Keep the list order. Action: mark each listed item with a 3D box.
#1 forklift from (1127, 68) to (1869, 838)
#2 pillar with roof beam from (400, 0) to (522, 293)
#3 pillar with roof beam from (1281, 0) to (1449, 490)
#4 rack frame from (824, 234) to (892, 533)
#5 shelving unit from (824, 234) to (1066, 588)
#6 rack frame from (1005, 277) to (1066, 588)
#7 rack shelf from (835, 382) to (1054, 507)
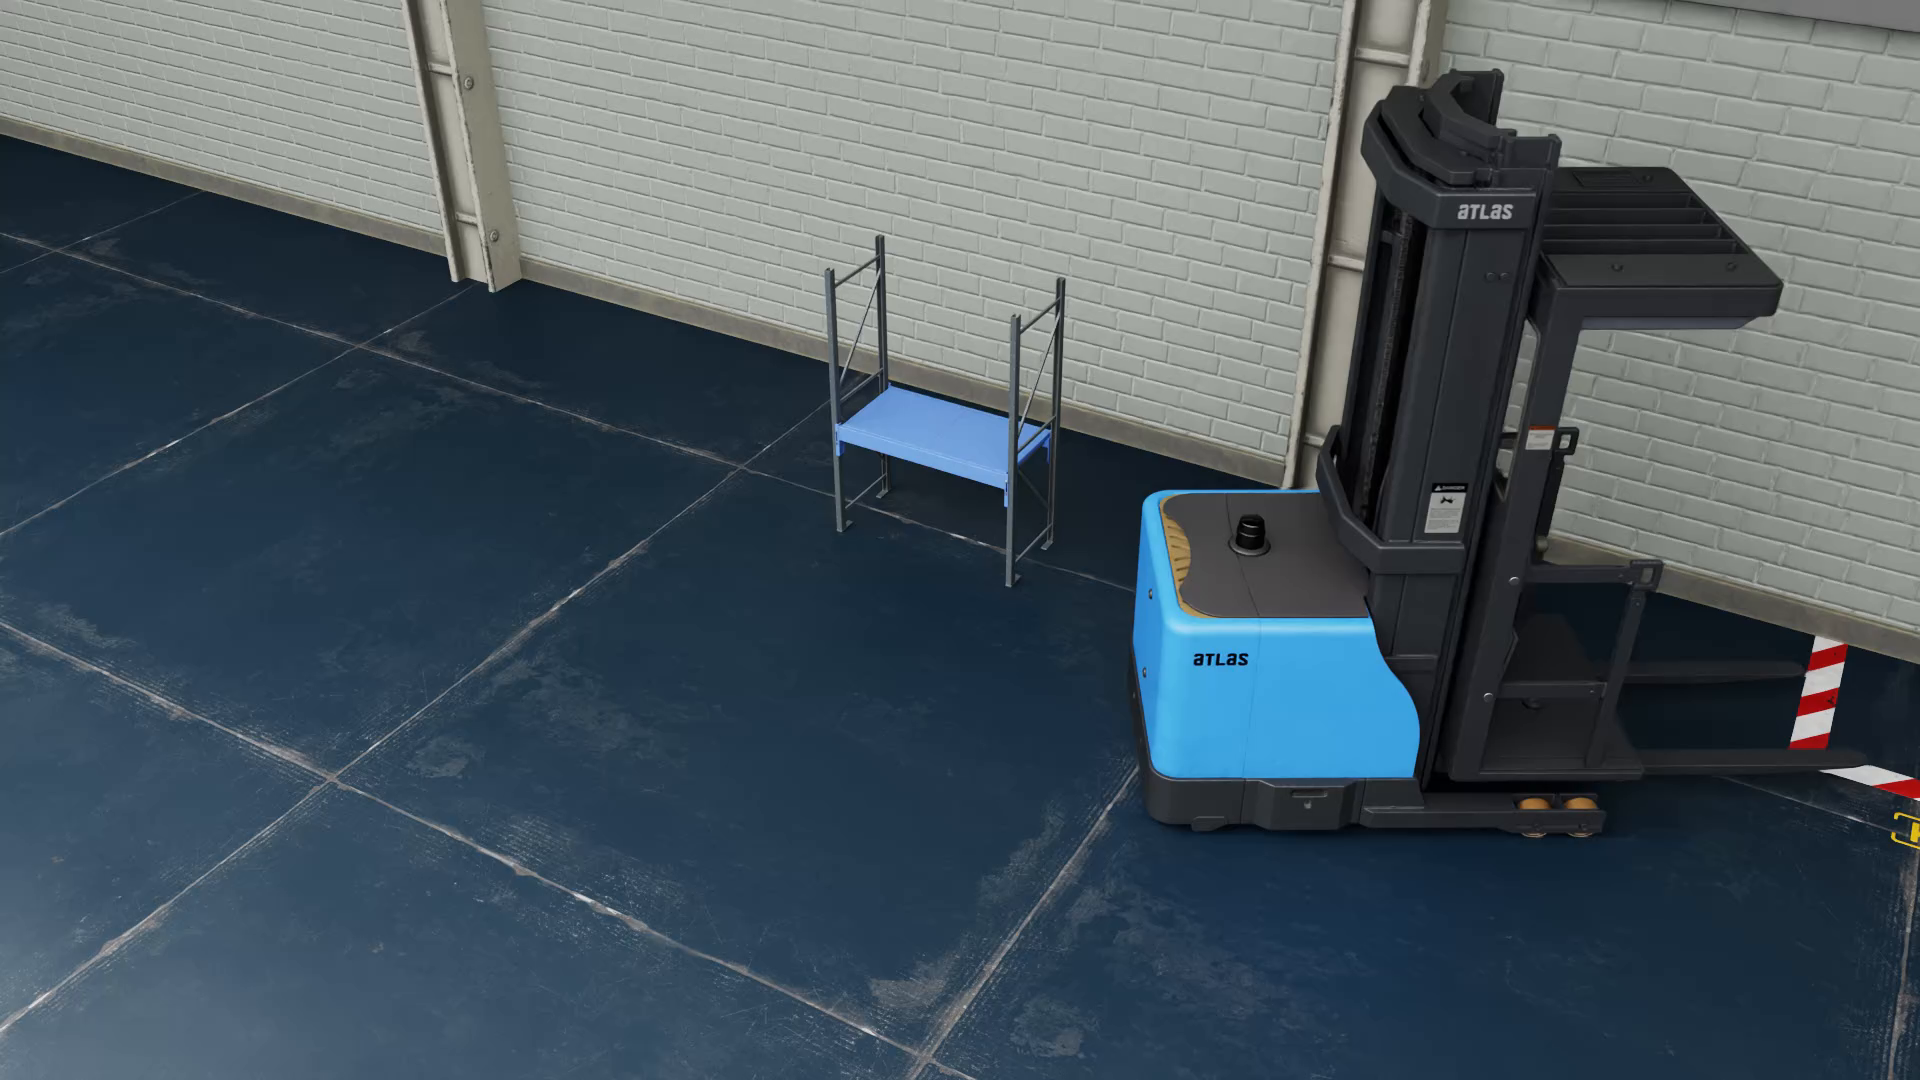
[{"bbox_3d":[2.286,-0.283,6.530,3.031,2.935,1.130,0,34,0],"label":"forklift"},{"bbox_3d":[-5.386,-3.478,5.854,0.400,9.000,9.100,18,37,24],"label":"pillar with roof beam"},{"bbox_3d":[-0.176,-1.828,3.376,0.400,9.000,9.100,18,37,24],"label":"pillar with roof beam"},{"bbox_3d":[-0.515,-0.788,8.579,0.032,1.500,0.500,18,37,24],"label":"rack frame"},{"bbox_3d":[-0.074,-0.648,8.370,1.048,1.500,0.538,18,37,24],"label":"shelving unit"},{"bbox_3d":[0.367,-0.508,8.160,0.032,1.500,0.500,18,37,24],"label":"rack frame"},{"bbox_3d":[-0.074,-0.498,8.469,1.000,0.185,0.538,18,37,24],"label":"rack shelf"}]
